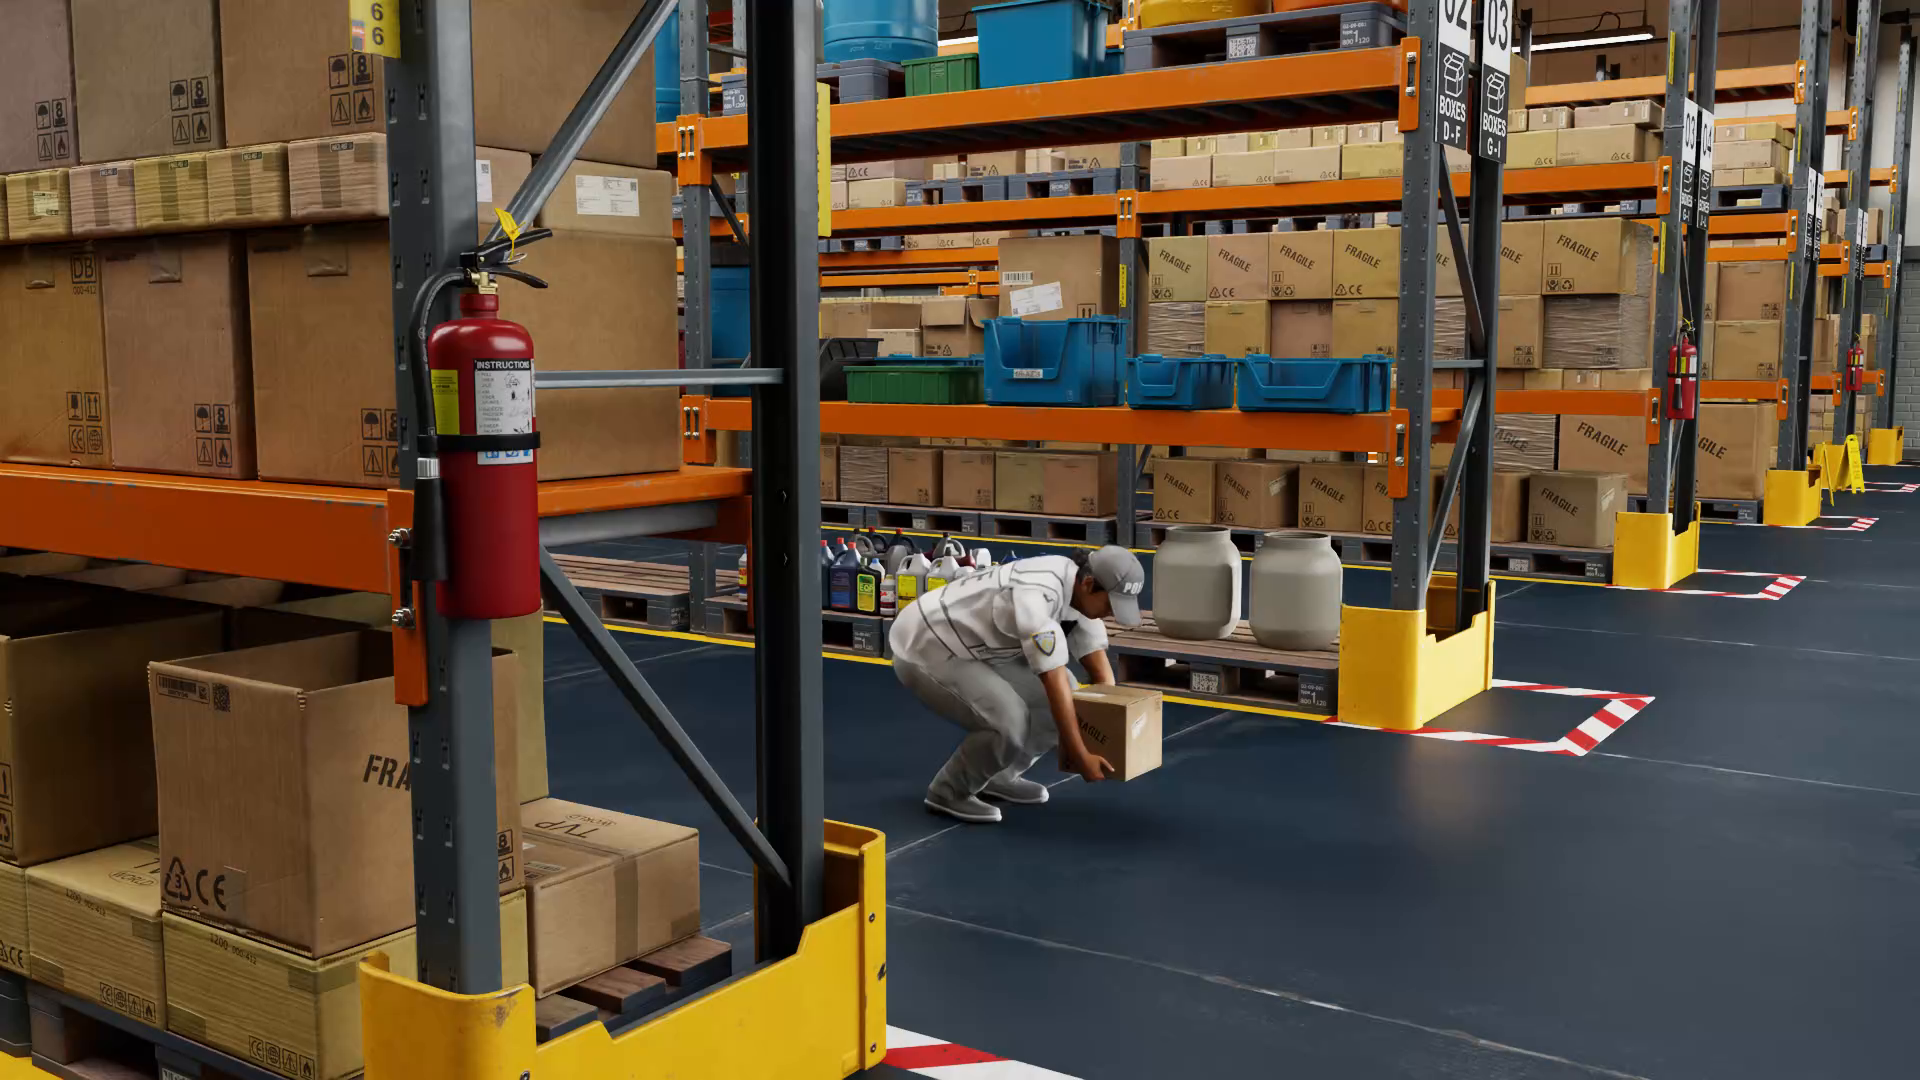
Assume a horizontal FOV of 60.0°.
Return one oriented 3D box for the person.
[{"bbox_3d":[0.199,0.468,5.627,0.892,0.941,0.512,4,8,32],"label":"person"}]
